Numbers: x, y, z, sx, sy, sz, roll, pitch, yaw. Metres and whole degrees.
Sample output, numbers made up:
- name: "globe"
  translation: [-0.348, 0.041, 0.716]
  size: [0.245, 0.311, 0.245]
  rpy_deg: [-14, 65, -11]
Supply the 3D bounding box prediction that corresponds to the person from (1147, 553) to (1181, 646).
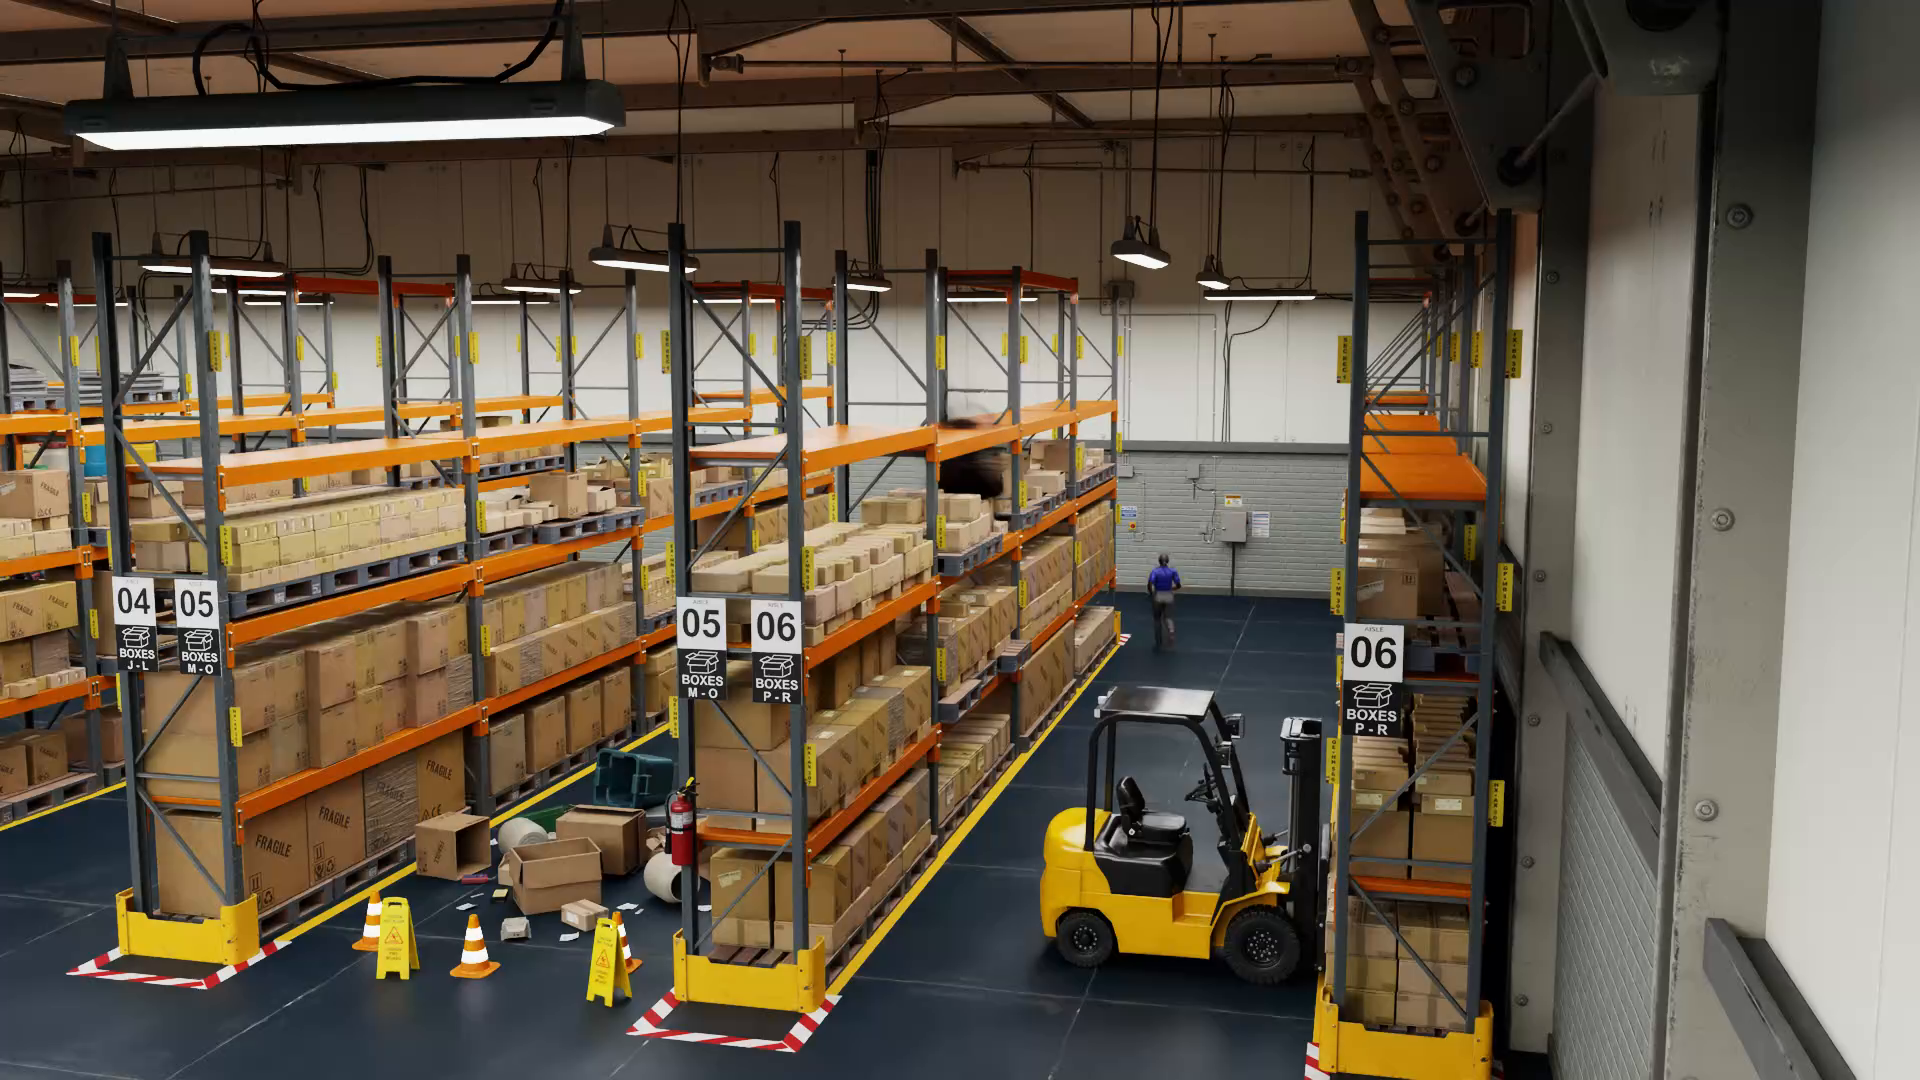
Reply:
- name: "person"
  translation: [3.366, 1.003, 27.570]
  size: [0.579, 1.609, 0.781]
  rpy_deg: [0, 7, -3]
